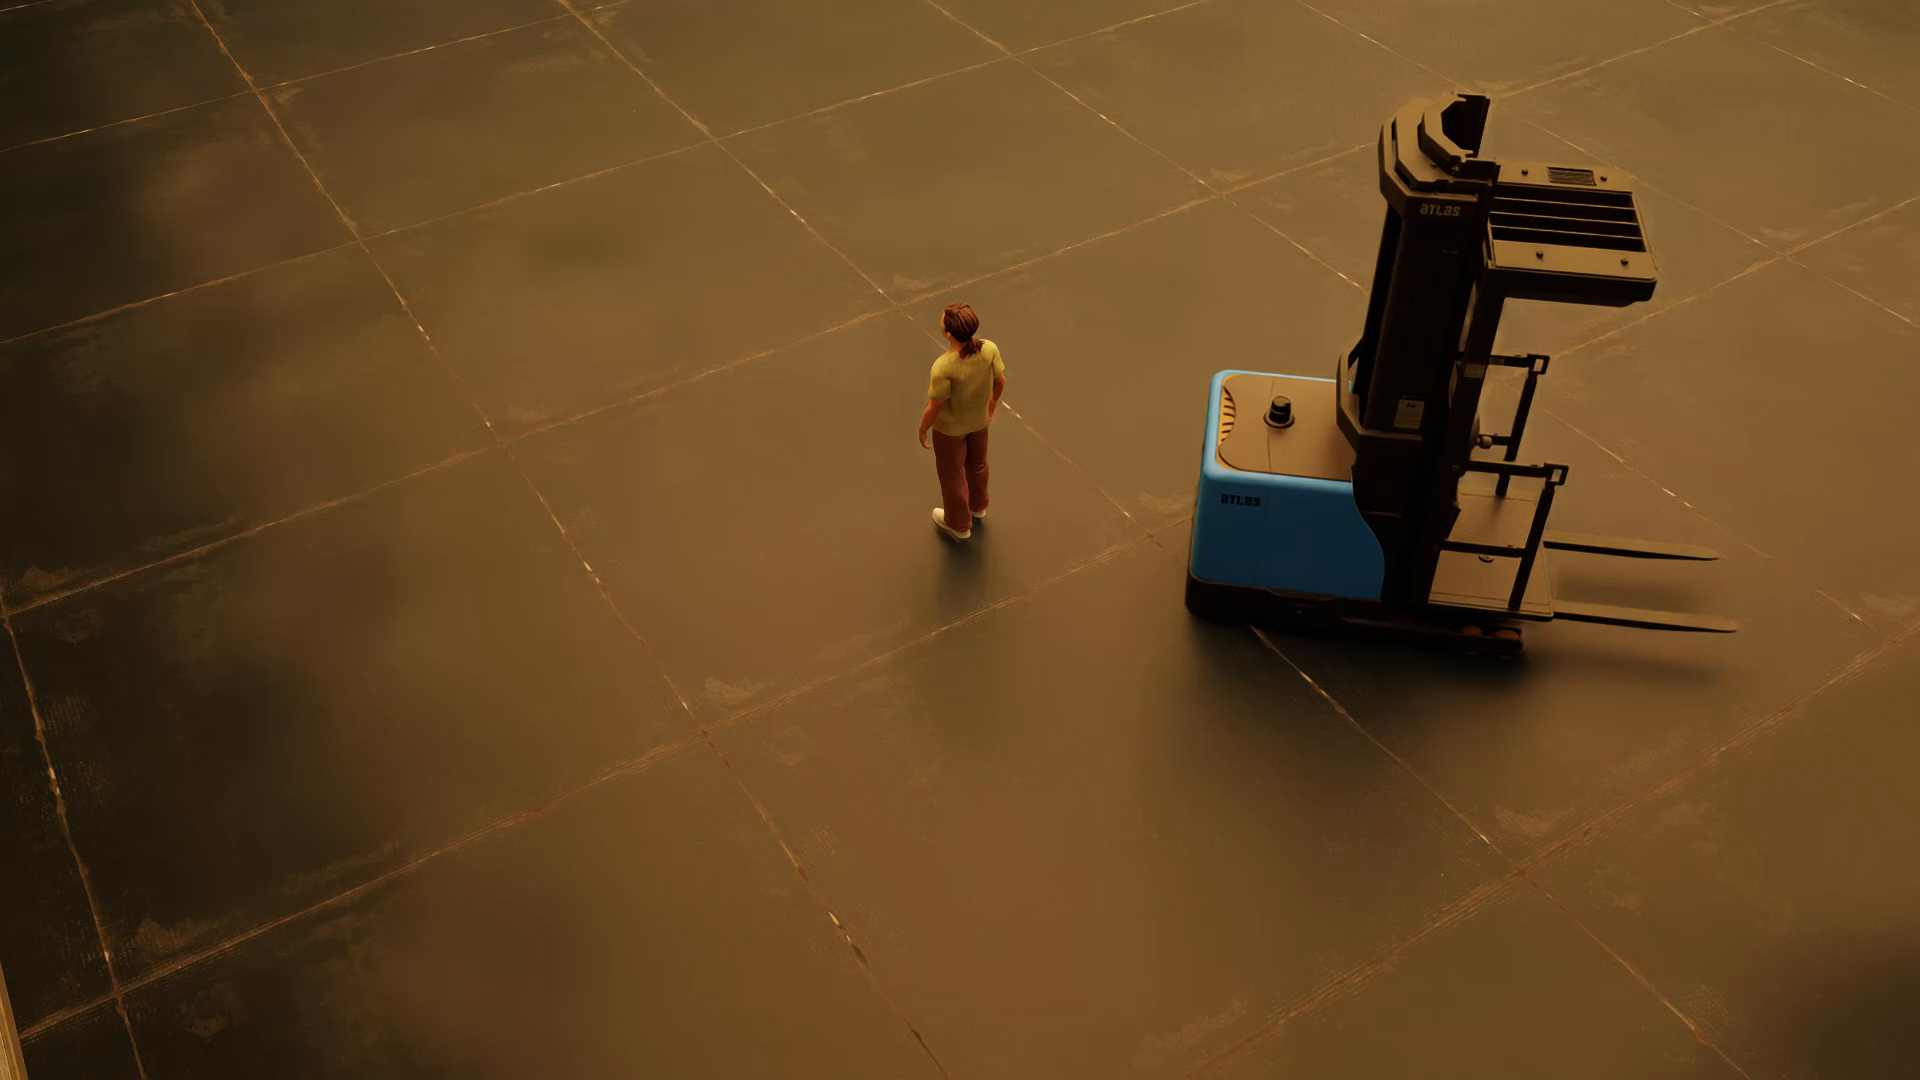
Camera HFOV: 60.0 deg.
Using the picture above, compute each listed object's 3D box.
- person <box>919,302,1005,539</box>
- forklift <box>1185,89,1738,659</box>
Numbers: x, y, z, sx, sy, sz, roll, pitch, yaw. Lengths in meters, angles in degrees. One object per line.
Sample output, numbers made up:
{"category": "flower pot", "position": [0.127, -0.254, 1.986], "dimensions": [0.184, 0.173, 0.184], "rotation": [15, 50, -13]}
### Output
{"category": "person", "position": [-0.030, -0.712, 9.567], "dimensions": [0.552, 1.674, 0.548], "rotation": [-23, 46, -24]}
{"category": "forklift", "position": [2.862, -0.816, 8.805], "dimensions": [3.031, 2.935, 1.130], "rotation": [6, 42, 7]}
